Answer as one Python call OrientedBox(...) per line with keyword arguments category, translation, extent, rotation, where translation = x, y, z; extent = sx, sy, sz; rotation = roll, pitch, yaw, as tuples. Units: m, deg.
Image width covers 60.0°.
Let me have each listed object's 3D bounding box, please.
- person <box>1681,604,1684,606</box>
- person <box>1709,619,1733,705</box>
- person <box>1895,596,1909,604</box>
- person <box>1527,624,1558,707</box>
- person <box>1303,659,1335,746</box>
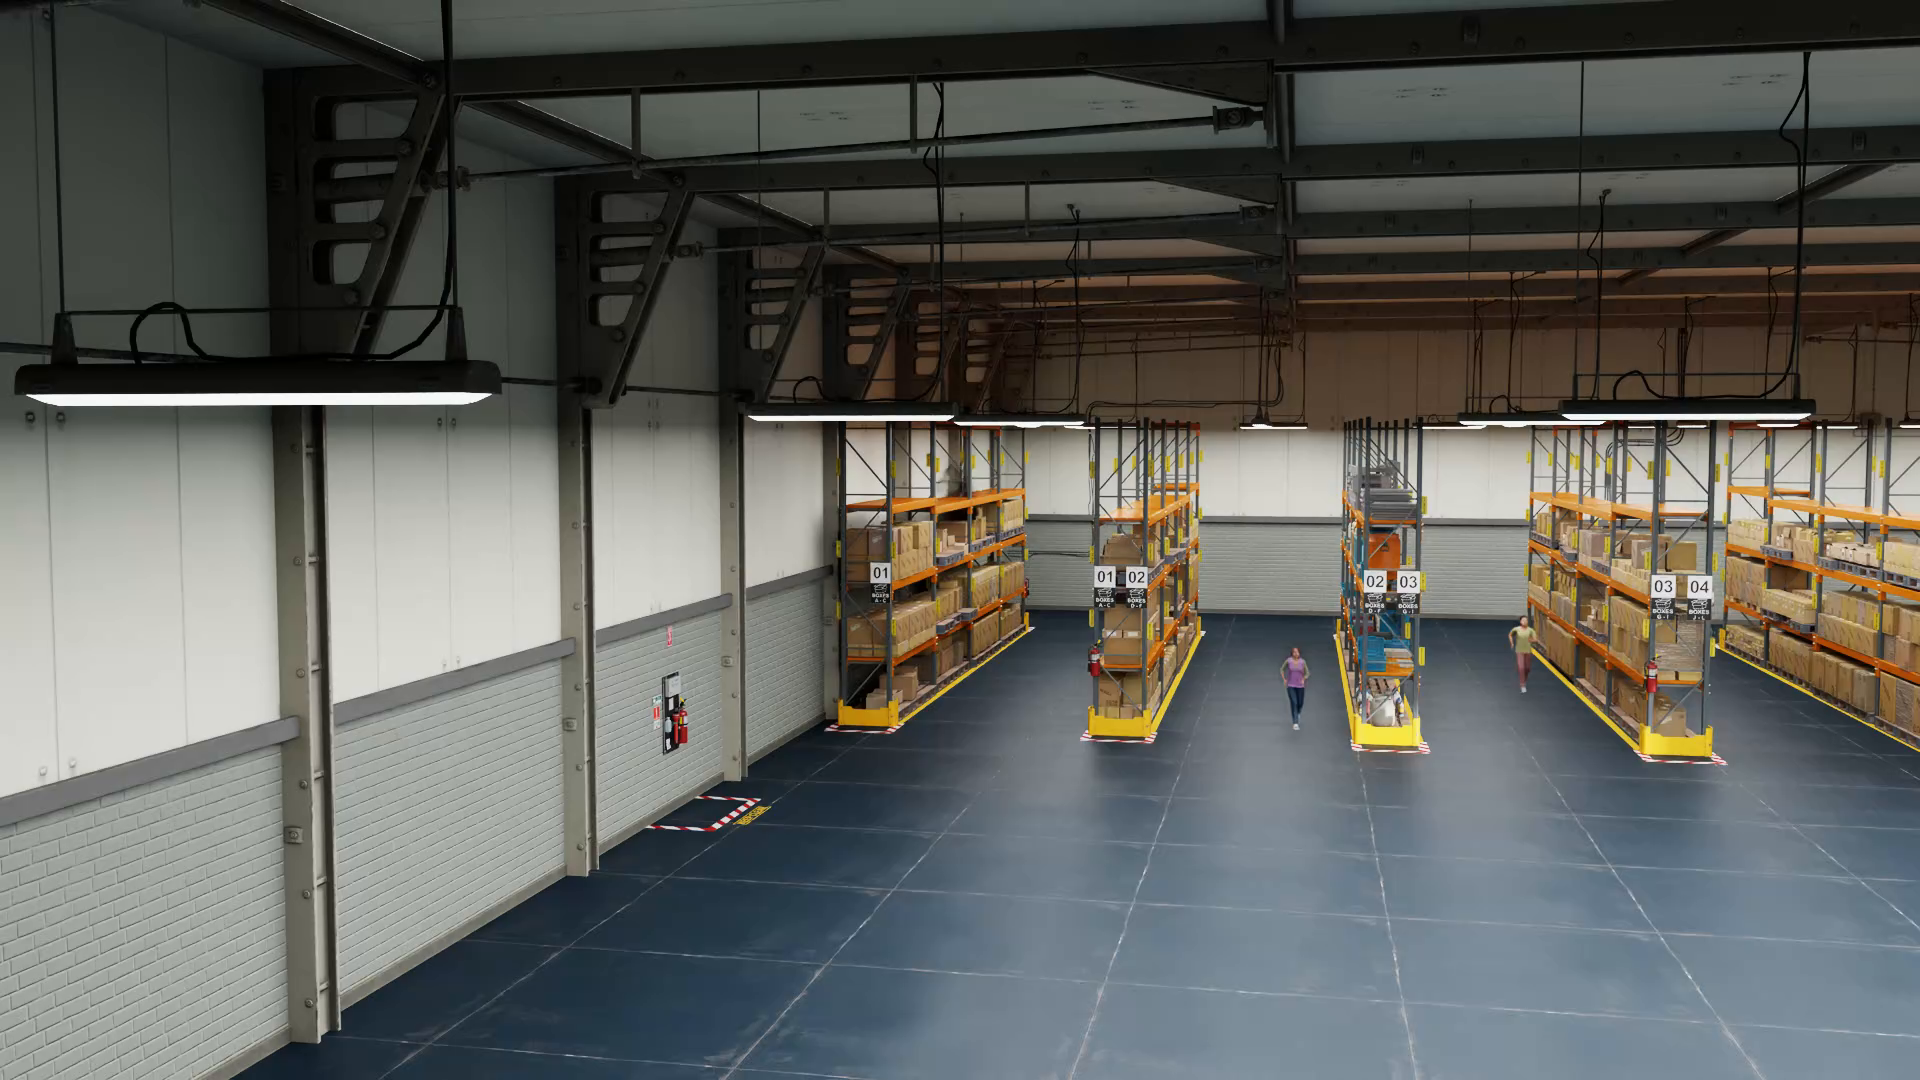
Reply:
OrientedBox(category="person", translation=(19.033, 2.036, 44.442), extent=(0.699, 1.646, 0.605), rotation=(-3, 5, -42))
OrientedBox(category="person", translation=(16.029, 2.573, 35.130), extent=(0.640, 1.852, 0.795), rotation=(0, 4, 8))
OrientedBox(category="person", translation=(25.247, 2.003, 44.544), extent=(0.676, 1.674, 0.721), rotation=(1, 4, 22))
OrientedBox(category="person", translation=(12.221, 2.599, 34.852), extent=(0.565, 1.674, 0.944), rotation=(0, 4, 4))
OrientedBox(category="person", translation=(6.606, 3.074, 30.634), extent=(0.581, 1.362, 0.650), rotation=(-1, 4, -15))
